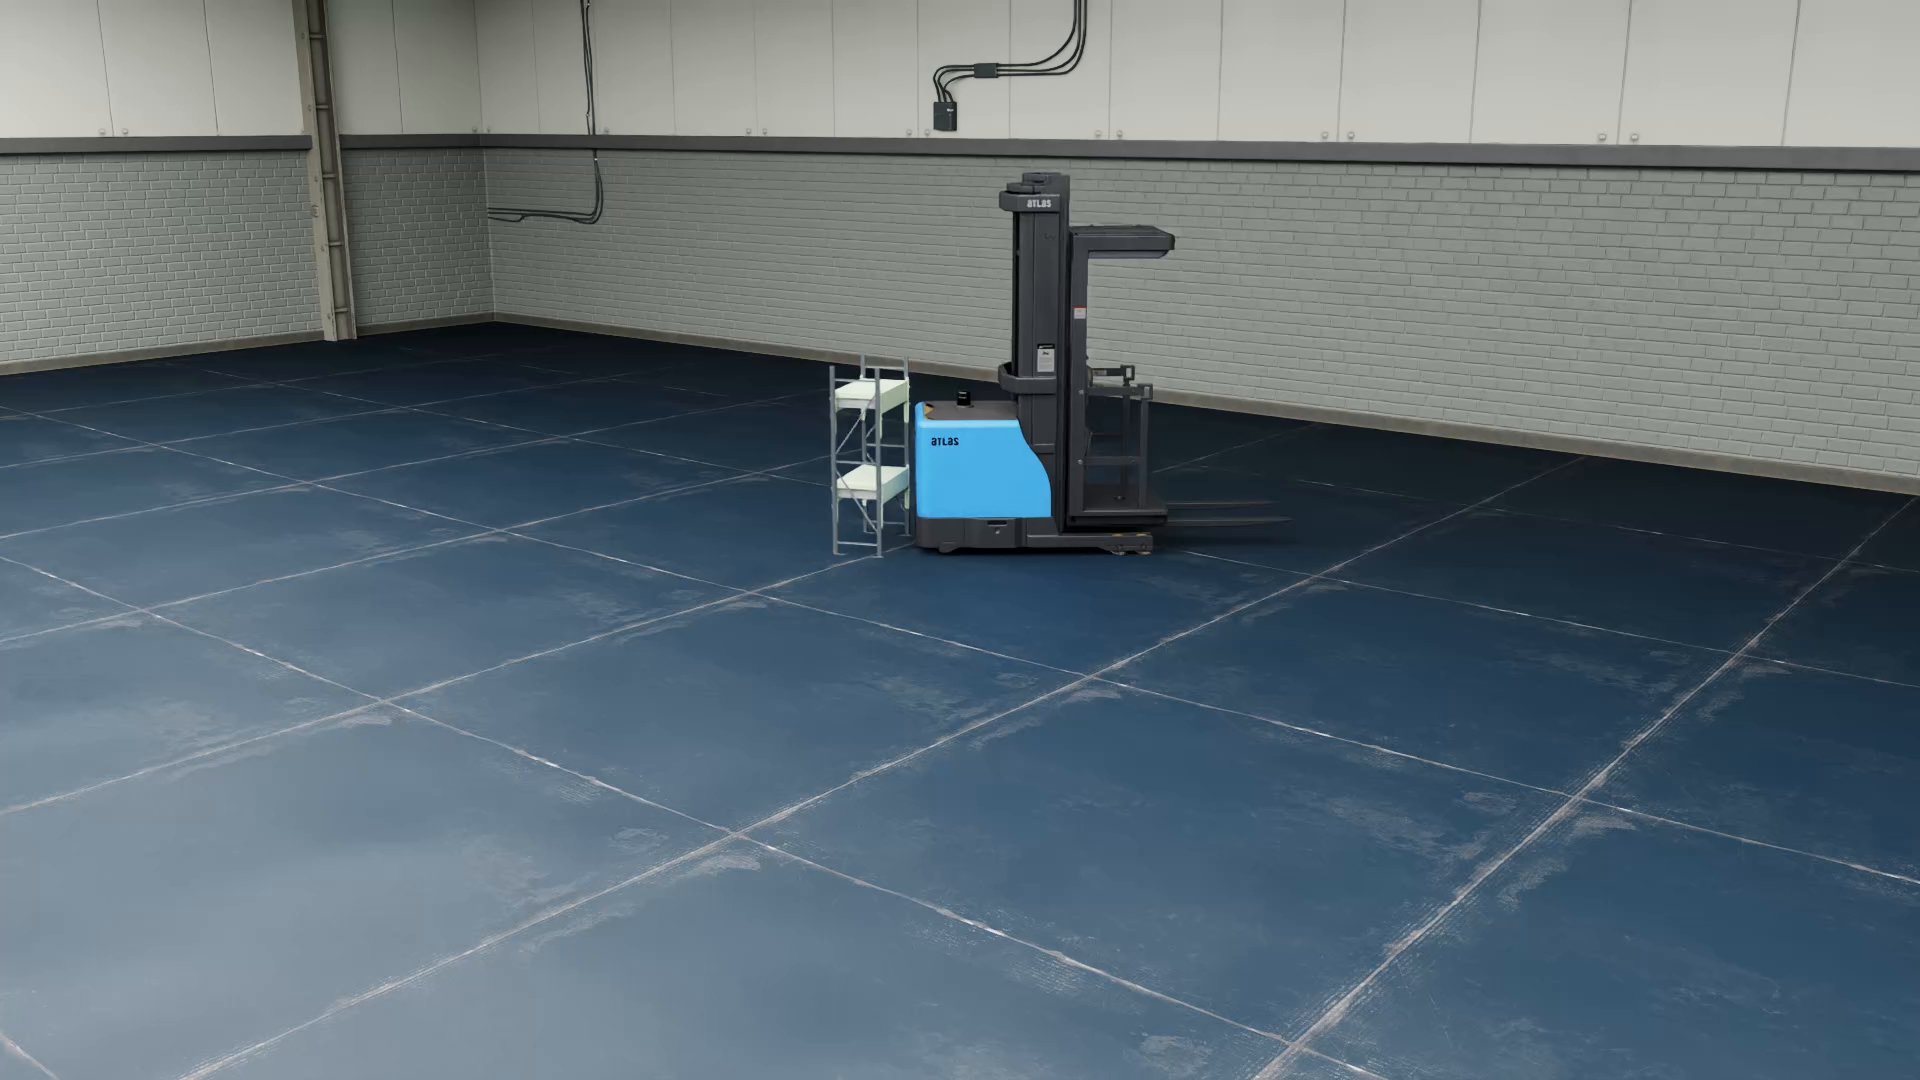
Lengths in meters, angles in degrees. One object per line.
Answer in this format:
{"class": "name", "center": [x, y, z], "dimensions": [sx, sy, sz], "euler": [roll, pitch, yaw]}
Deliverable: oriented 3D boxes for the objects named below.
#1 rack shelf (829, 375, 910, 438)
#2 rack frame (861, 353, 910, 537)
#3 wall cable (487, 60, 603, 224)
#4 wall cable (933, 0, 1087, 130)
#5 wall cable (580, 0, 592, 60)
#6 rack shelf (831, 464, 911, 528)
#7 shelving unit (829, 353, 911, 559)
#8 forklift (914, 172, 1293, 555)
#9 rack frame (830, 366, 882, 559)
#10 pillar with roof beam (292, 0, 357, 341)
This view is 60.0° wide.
{"class": "rack shelf", "center": [-0.708, -1.062, 13.172], "dimensions": [0.431, 0.370, 0.720], "euler": [4, 15, 15]}
{"class": "rack frame", "center": [-0.610, -0.770, 13.609], "dimensions": [0.400, 1.500, 0.023], "euler": [4, 15, 15]}
{"class": "wall cable", "center": [-6.797, -6.354, 26.664], "dimensions": [3.097, 2.526, 0.112], "euler": [11, 18, 38]}
{"class": "wall cable", "center": [0.577, -8.035, 20.068], "dimensions": [2.305, 6.003, 0.169], "euler": [11, 18, 38]}
{"class": "wall cable", "center": [-4.693, -8.383, 24.395], "dimensions": [3.097, 2.526, 0.112], "euler": [11, 18, 38]}
{"class": "rack shelf", "center": [-0.708, -0.368, 13.348], "dimensions": [0.431, 0.370, 0.720], "euler": [4, 15, 15]}
{"class": "shelving unit", "center": [-0.708, -0.684, 13.268], "dimensions": [0.431, 1.500, 0.755], "euler": [4, 15, 15]}
{"class": "forklift", "center": [1.146, -1.432, 13.307], "dimensions": [3.031, 2.935, 1.130], "euler": [-1, 14, -2]}
{"class": "rack frame", "center": [-0.807, -0.597, 12.926], "dimensions": [0.400, 1.500, 0.023], "euler": [4, 15, 15]}
{"class": "pillar with roof beam", "center": [-6.329, -6.833, 22.244], "dimensions": [9.100, 9.000, 0.400], "euler": [11, 18, 38]}
